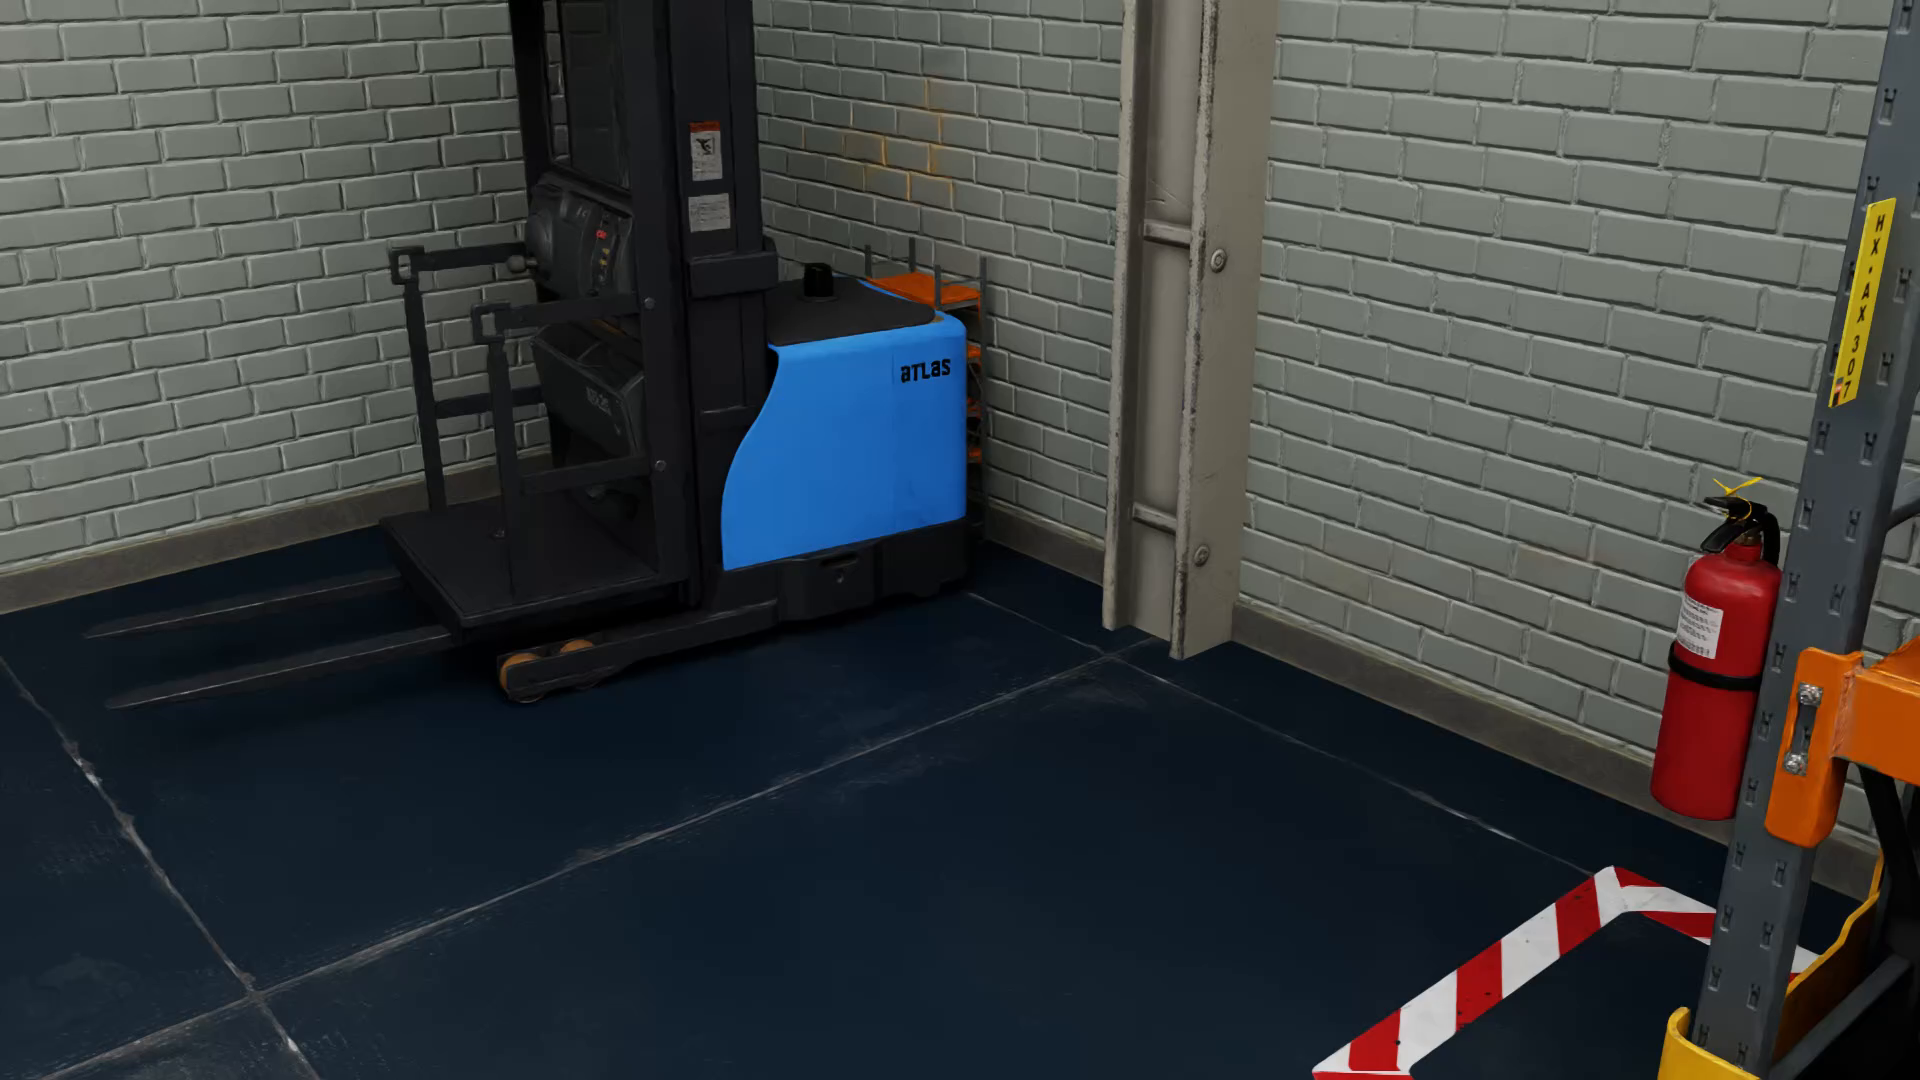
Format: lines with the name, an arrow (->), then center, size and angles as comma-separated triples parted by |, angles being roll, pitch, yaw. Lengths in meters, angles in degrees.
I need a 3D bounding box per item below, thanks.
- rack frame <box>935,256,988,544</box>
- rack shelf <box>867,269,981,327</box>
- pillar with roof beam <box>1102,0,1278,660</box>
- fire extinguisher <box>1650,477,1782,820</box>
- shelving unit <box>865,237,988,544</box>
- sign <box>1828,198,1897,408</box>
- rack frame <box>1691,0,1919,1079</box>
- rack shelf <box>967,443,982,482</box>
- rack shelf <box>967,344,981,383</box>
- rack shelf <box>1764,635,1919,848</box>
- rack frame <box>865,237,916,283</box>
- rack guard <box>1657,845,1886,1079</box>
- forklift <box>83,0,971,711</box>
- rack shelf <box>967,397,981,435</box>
rack frame -> 0.010, -0.527, 6.679 | 0.240, 1.200, 0.015 | -16, 26, -33
rack shelf -> -0.140, -0.963, 6.715 | 0.258, 0.148, 0.480 | -16, 26, -33
pillar with roof beam -> -2.494, -2.829, 1.867 | 9.100, 9.000, 0.400 | -17, 27, -37
fire extinguisher -> 1.398, 0.178, 3.033 | 0.296, 0.674, 0.183 | -17, 27, -37
shelving unit -> -0.135, -0.598, 6.861 | 0.258, 1.200, 0.503 | -16, 26, -33
sign -> 1.434, -0.375, 2.640 | 0.100, 0.325, 0.005 | -17, 27, -37
rack frame -> 1.845, -0.101, 3.128 | 1.000, 3.000, 0.127 | -17, 27, -37
rack shelf -> -0.132, -0.351, 6.960 | 0.258, 0.148, 0.480 | -16, 26, -33
rack shelf -> -0.137, -0.743, 6.803 | 0.258, 0.148, 0.480 | -16, 26, -33
rack shelf -> 3.150, 0.787, 1.848 | 1.077, 0.370, 4.000 | -17, 27, -37
rack frame -> -0.280, -0.669, 7.044 | 0.240, 1.200, 0.015 | -16, 26, -33
rack guard -> 1.894, 1.084, 3.530 | 1.175, 0.500, 0.348 | -17, 27, -37
forklift -> -1.483, -1.037, 5.612 | 3.031, 2.935, 1.130 | -13, 25, -29
rack shelf -> -0.134, -0.535, 6.886 | 0.258, 0.148, 0.480 | -16, 26, -33
